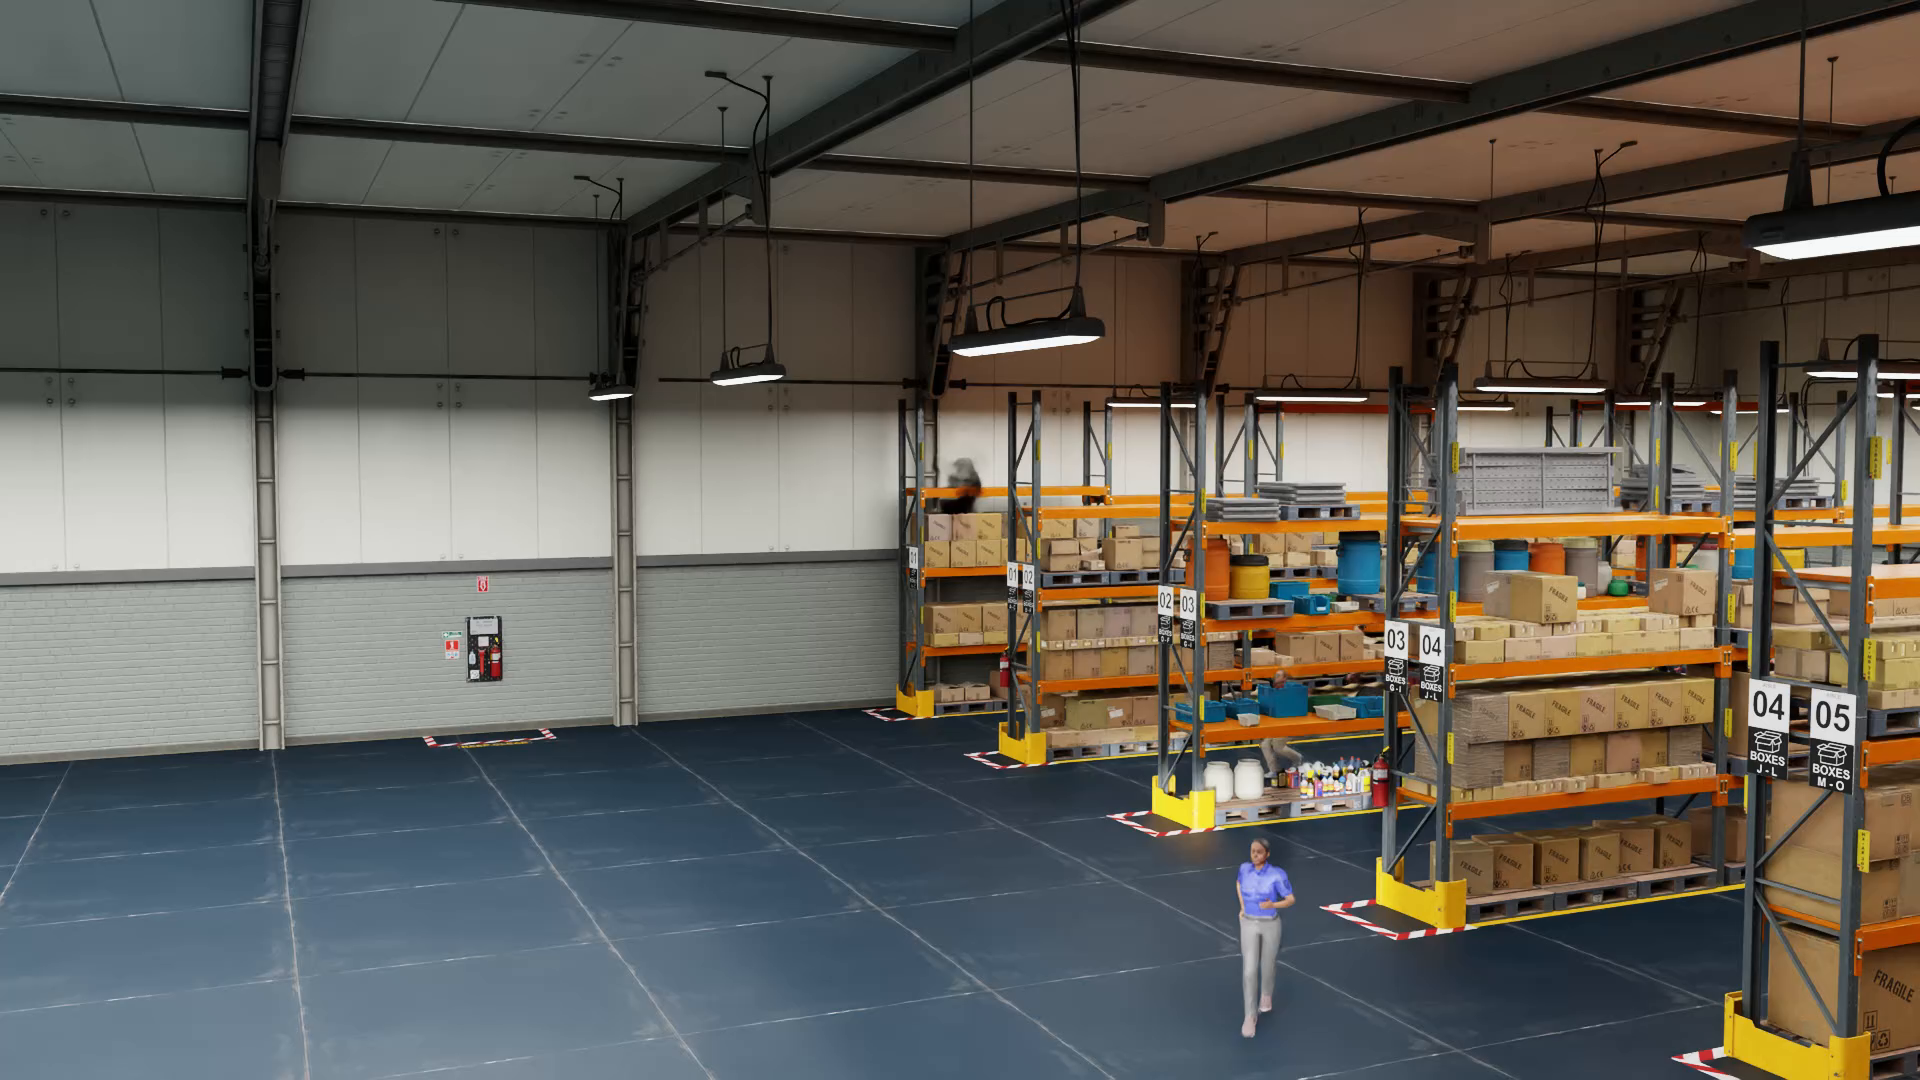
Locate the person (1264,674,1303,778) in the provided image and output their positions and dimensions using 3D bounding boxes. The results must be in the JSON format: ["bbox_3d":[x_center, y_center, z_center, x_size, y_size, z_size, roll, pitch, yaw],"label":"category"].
[{"bbox_3d":[13.959,3.036,22.519,13.008,1.609,15.182,-2,4,-31],"label":"person"}]

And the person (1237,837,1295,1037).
[{"bbox_3d":[2.698,3.479,14.760,0.555,1.709,0.797,1,4,19],"label":"person"}]

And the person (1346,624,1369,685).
[{"bbox_3d":[7.788,2.449,32.480,0.692,1.675,0.581,-1,4,-23],"label":"person"}]

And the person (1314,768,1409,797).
[{"bbox_3d":[12.166,1.948,26.133,15.623,3.371,21.680,-1,4,-23],"label":"person"}]
